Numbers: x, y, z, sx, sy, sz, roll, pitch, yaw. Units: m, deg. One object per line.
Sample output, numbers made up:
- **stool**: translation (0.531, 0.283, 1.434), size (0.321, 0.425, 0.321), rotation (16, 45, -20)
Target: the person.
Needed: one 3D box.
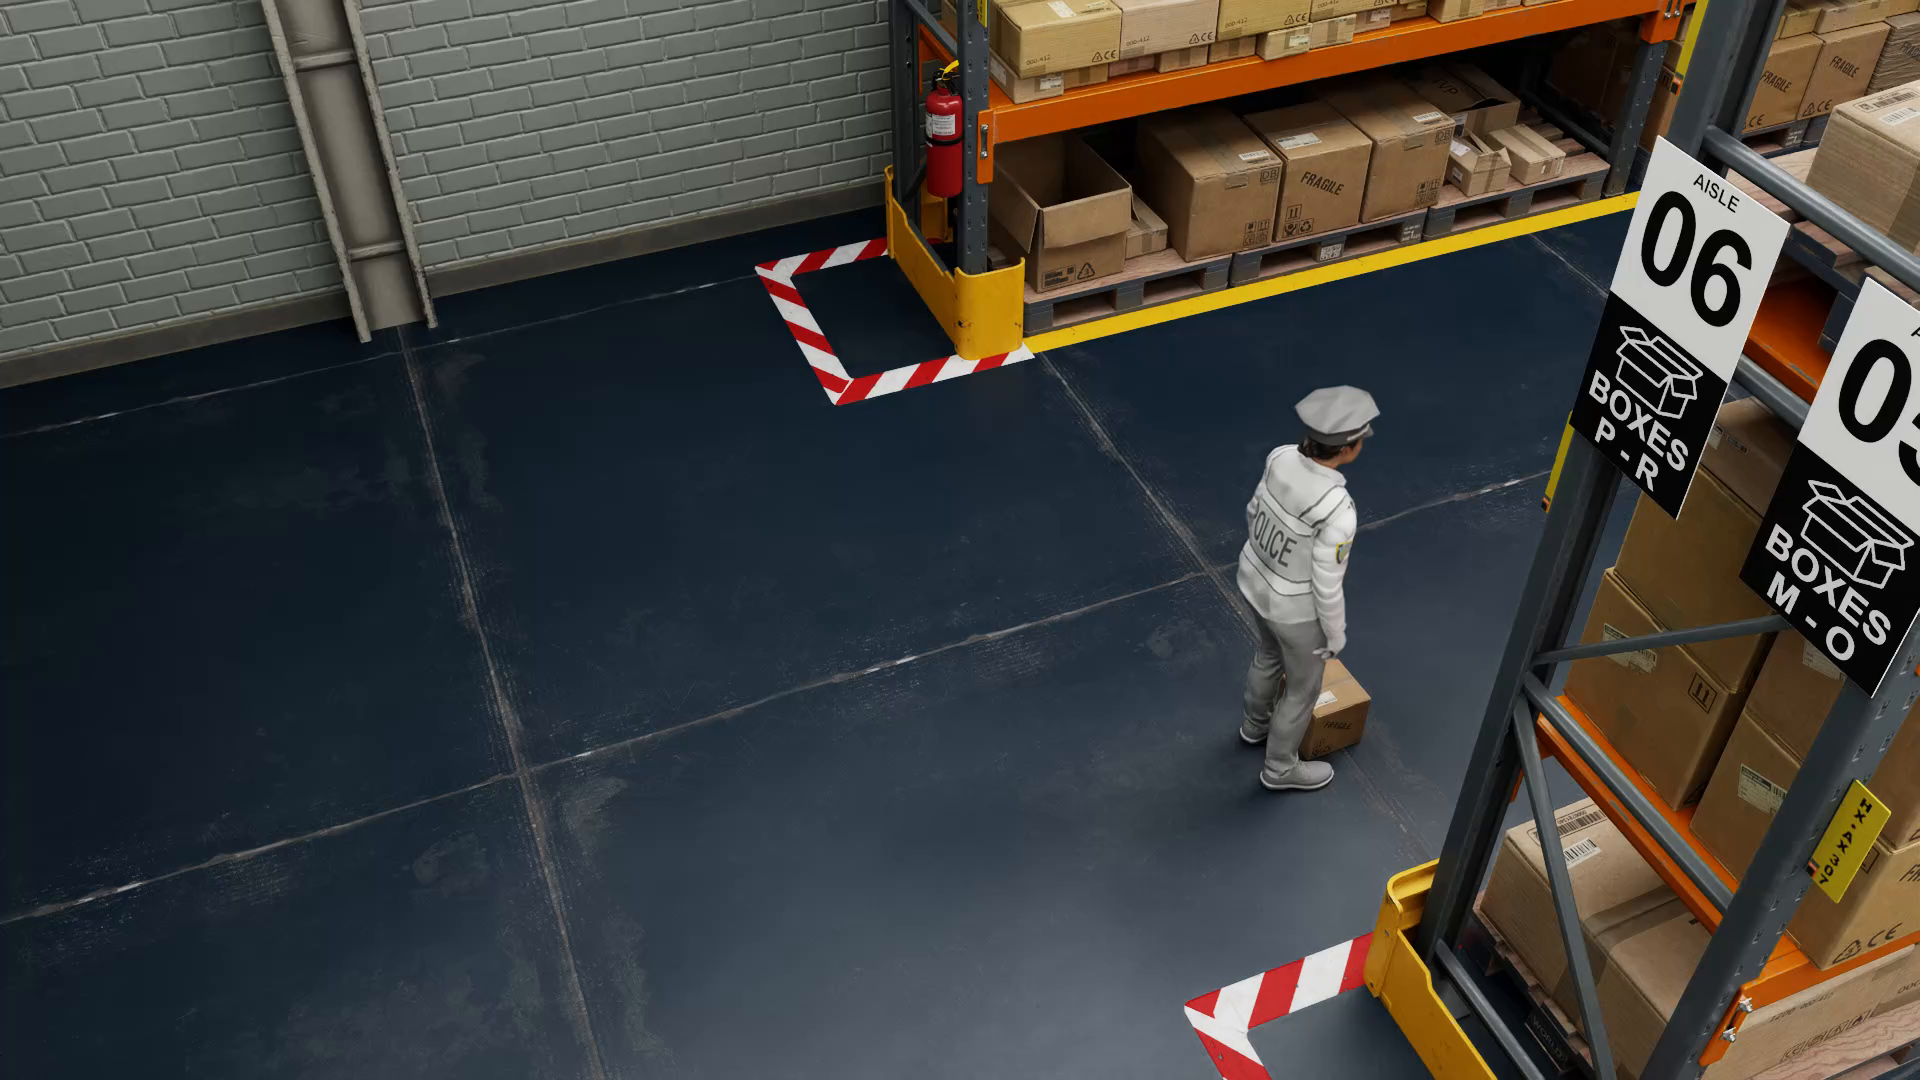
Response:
- **person**: translation (1.207, 0.191, 5.944), size (0.404, 1.663, 0.532), rotation (-16, 44, -17)
